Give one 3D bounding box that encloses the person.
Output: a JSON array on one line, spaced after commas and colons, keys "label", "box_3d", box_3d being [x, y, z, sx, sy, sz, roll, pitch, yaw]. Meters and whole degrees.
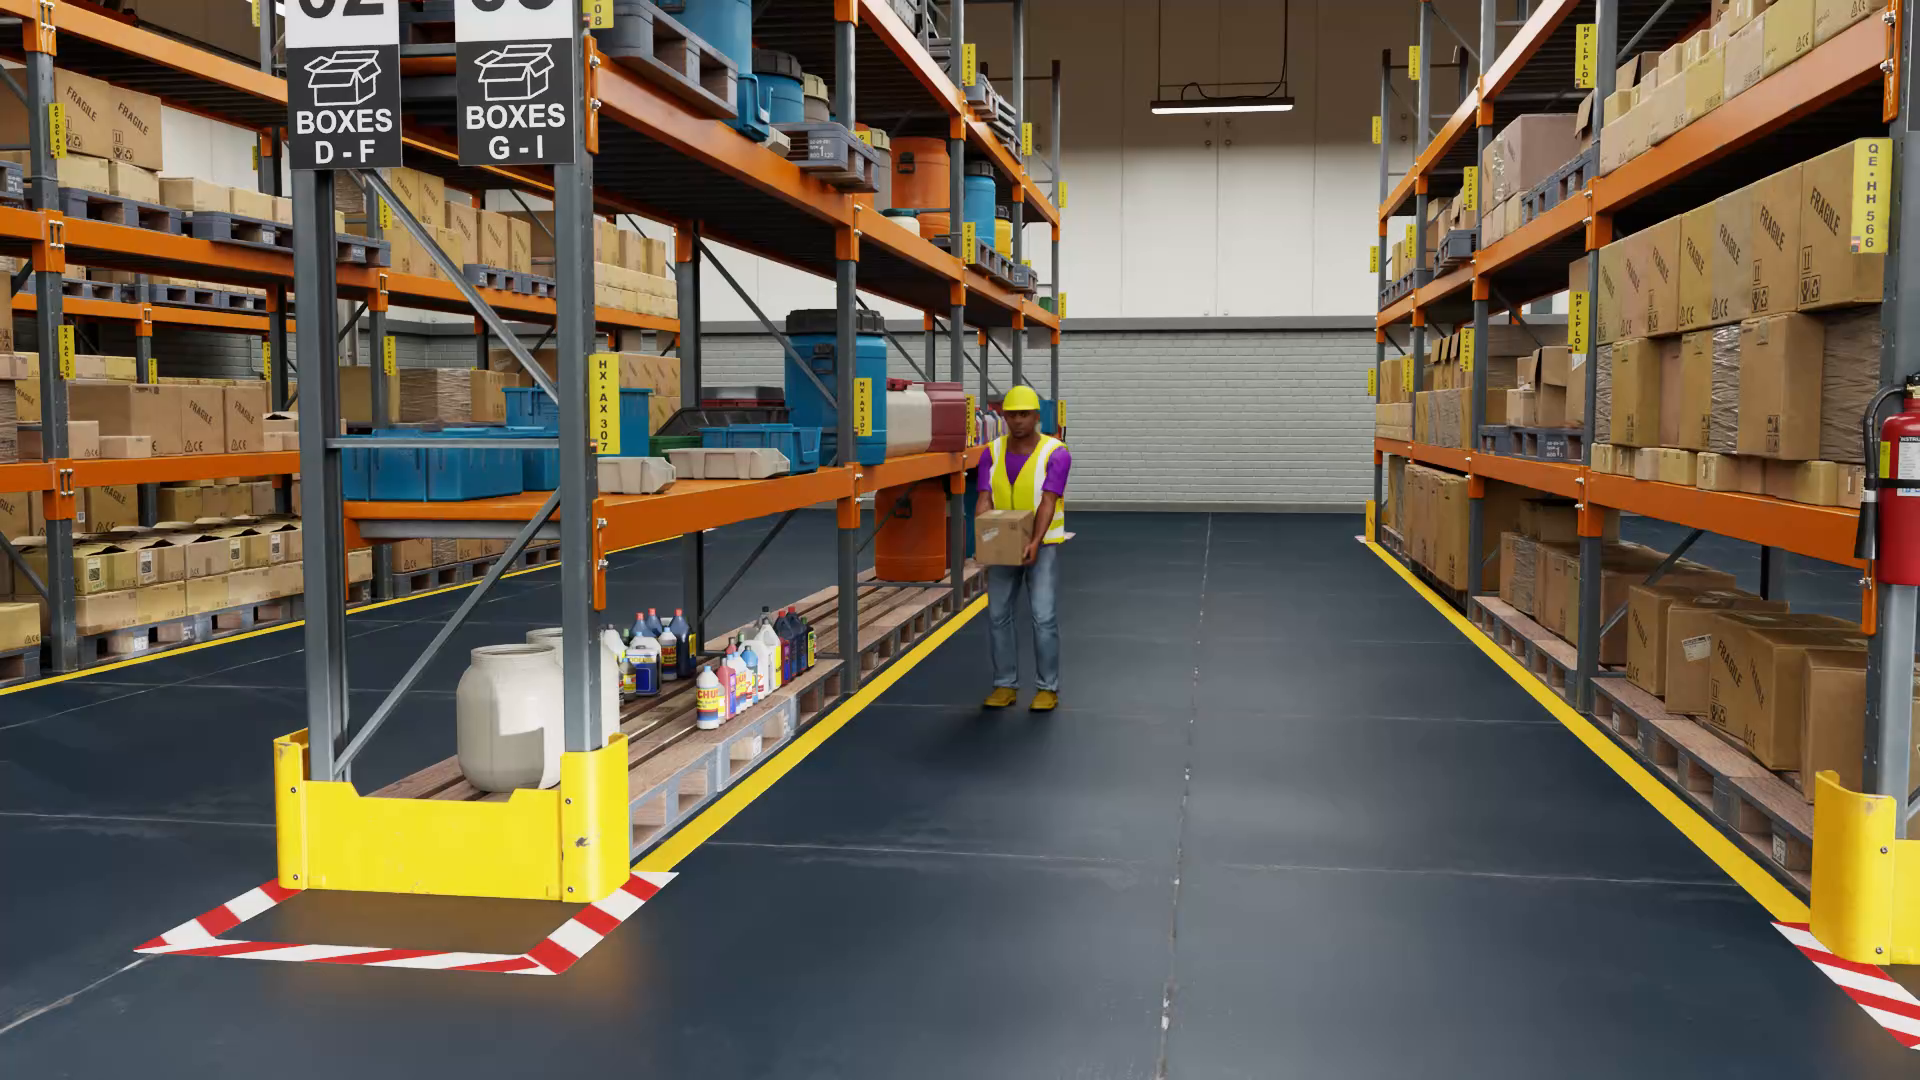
[{"label": "person", "box_3d": [0.326, 0.045, 9.005, 0.504, 1.750, 0.586, 2, 5, 22]}]
